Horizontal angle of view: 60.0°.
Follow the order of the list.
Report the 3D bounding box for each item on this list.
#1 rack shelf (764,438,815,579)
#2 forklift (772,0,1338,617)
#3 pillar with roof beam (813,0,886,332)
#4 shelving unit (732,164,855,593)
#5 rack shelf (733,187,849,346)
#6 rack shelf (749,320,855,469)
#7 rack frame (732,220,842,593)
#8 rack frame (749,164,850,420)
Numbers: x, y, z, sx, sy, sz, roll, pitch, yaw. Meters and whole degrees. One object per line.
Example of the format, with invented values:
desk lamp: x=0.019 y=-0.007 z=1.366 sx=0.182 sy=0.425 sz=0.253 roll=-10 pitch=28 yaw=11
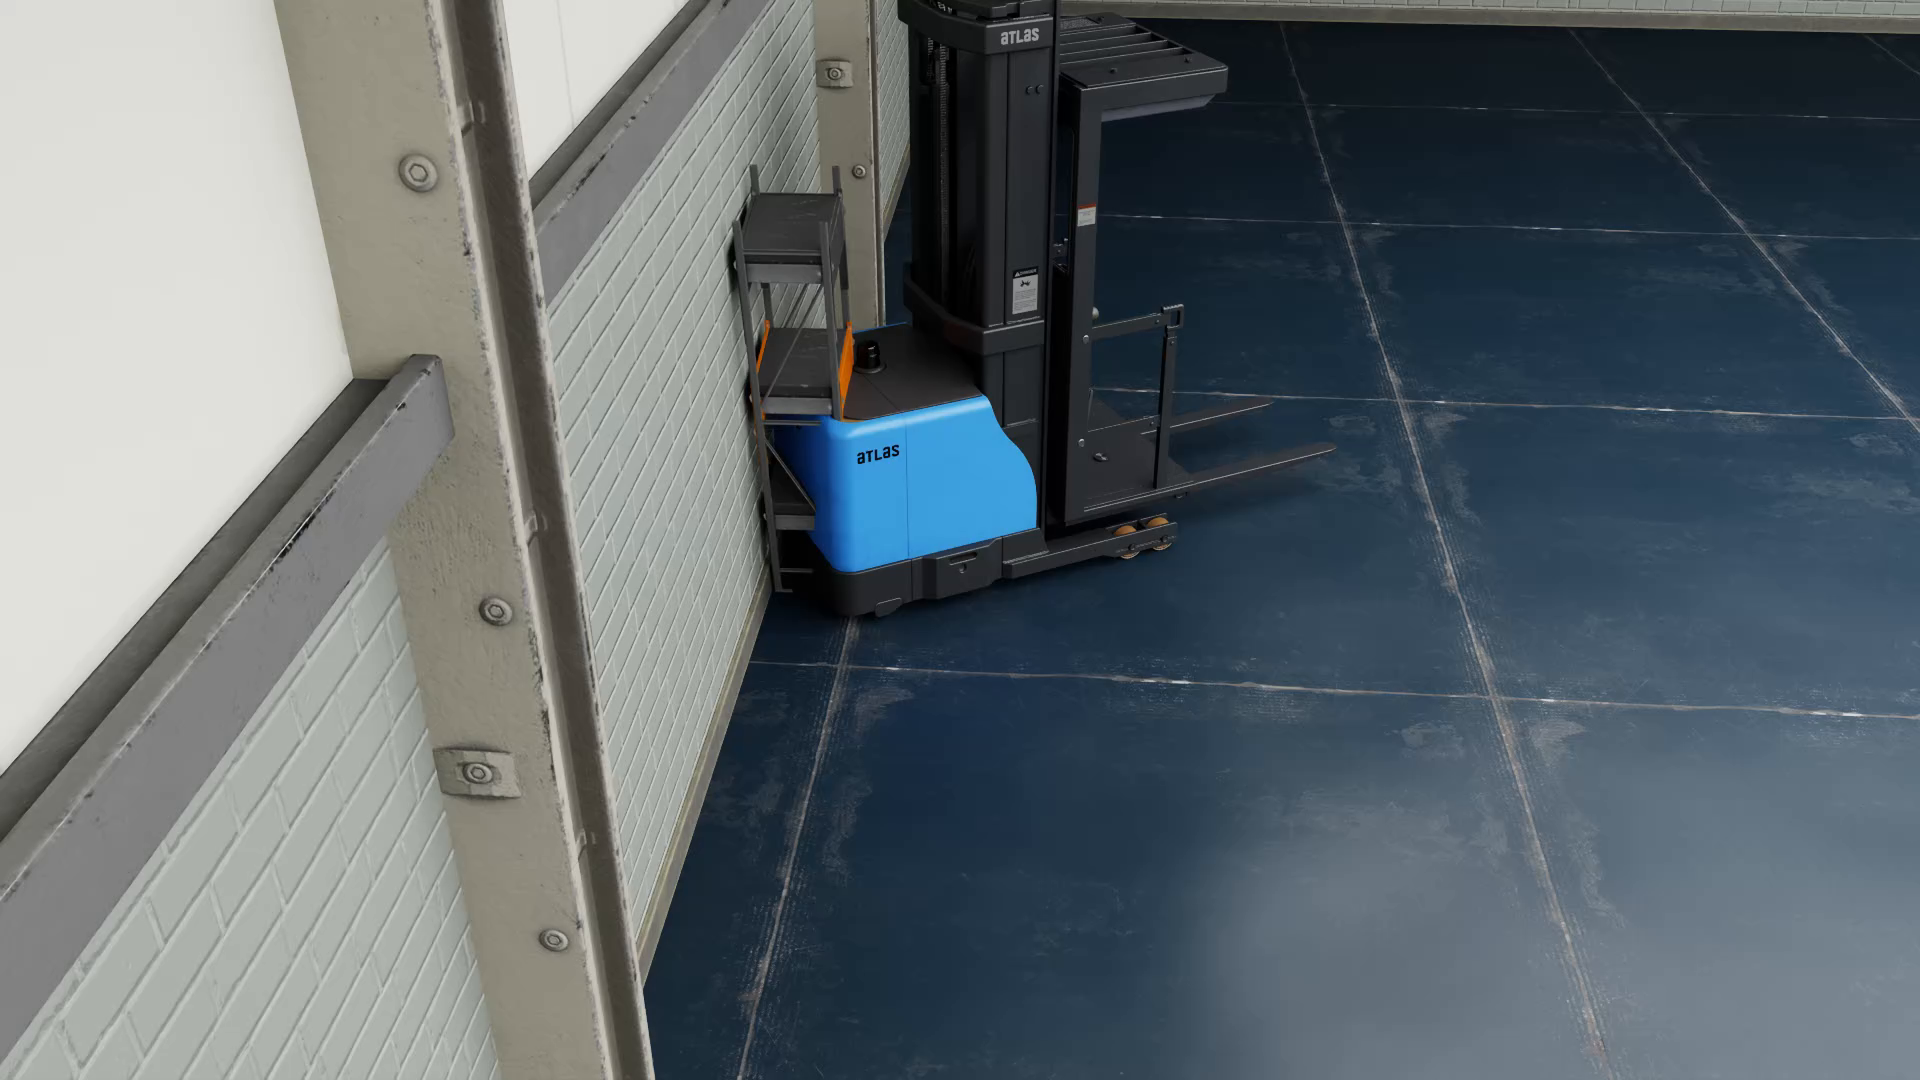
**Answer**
rack shelf: x=-0.716 y=-0.152 z=8.284 sx=0.431 sy=0.518 sz=0.480 roll=1 pitch=41 yaw=3
forklift: x=0.570 y=-1.388 z=8.209 sx=3.031 sy=2.935 sz=1.130 roll=-14 pitch=34 yaw=-21
pillar with roof beam: x=3.658 y=-4.638 z=7.699 sx=9.100 sy=9.000 sz=0.400 roll=2 pitch=32 yaw=4
shelving unit: x=-0.727 y=-0.693 z=7.818 sx=0.431 sy=2.100 sz=0.503 roll=1 pitch=41 yaw=3
rack shelf: x=-0.736 y=-1.212 z=7.370 sx=0.431 sy=0.518 sz=0.480 roll=1 pitch=41 yaw=3
rack shelf: x=-0.726 y=-0.682 z=7.827 sx=0.431 sy=0.518 sz=0.480 roll=1 pitch=41 yaw=3
rack frame: x=-0.740 y=-0.533 z=7.634 sx=0.400 sy=2.100 sz=0.015 roll=1 pitch=41 yaw=3
rack frame: x=-0.713 y=-0.852 z=8.003 sx=0.400 sy=2.100 sz=0.015 roll=1 pitch=41 yaw=3
